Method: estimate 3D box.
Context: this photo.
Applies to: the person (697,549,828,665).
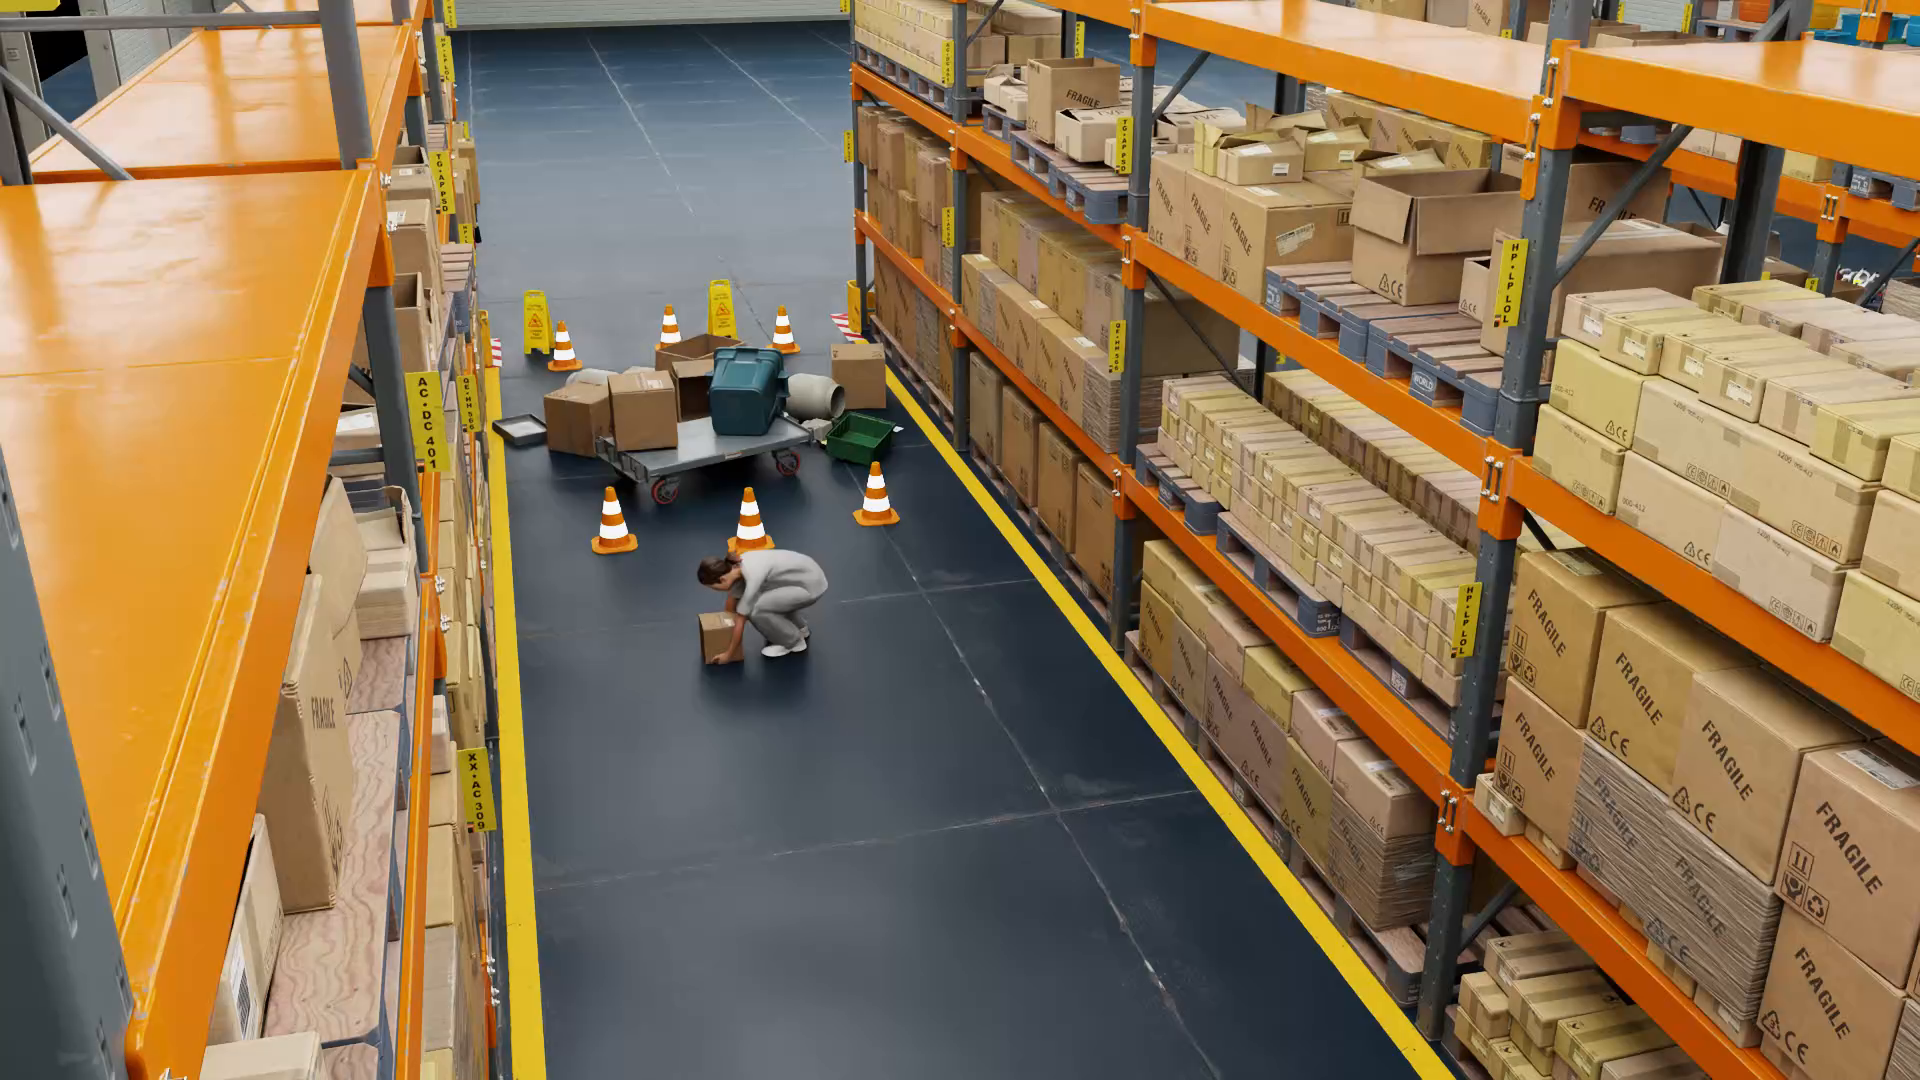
[{"bbox_3d":[-1.288,0.401,10.908,0.848,0.777,0.456,-7,24,-15],"label":"person"}]
